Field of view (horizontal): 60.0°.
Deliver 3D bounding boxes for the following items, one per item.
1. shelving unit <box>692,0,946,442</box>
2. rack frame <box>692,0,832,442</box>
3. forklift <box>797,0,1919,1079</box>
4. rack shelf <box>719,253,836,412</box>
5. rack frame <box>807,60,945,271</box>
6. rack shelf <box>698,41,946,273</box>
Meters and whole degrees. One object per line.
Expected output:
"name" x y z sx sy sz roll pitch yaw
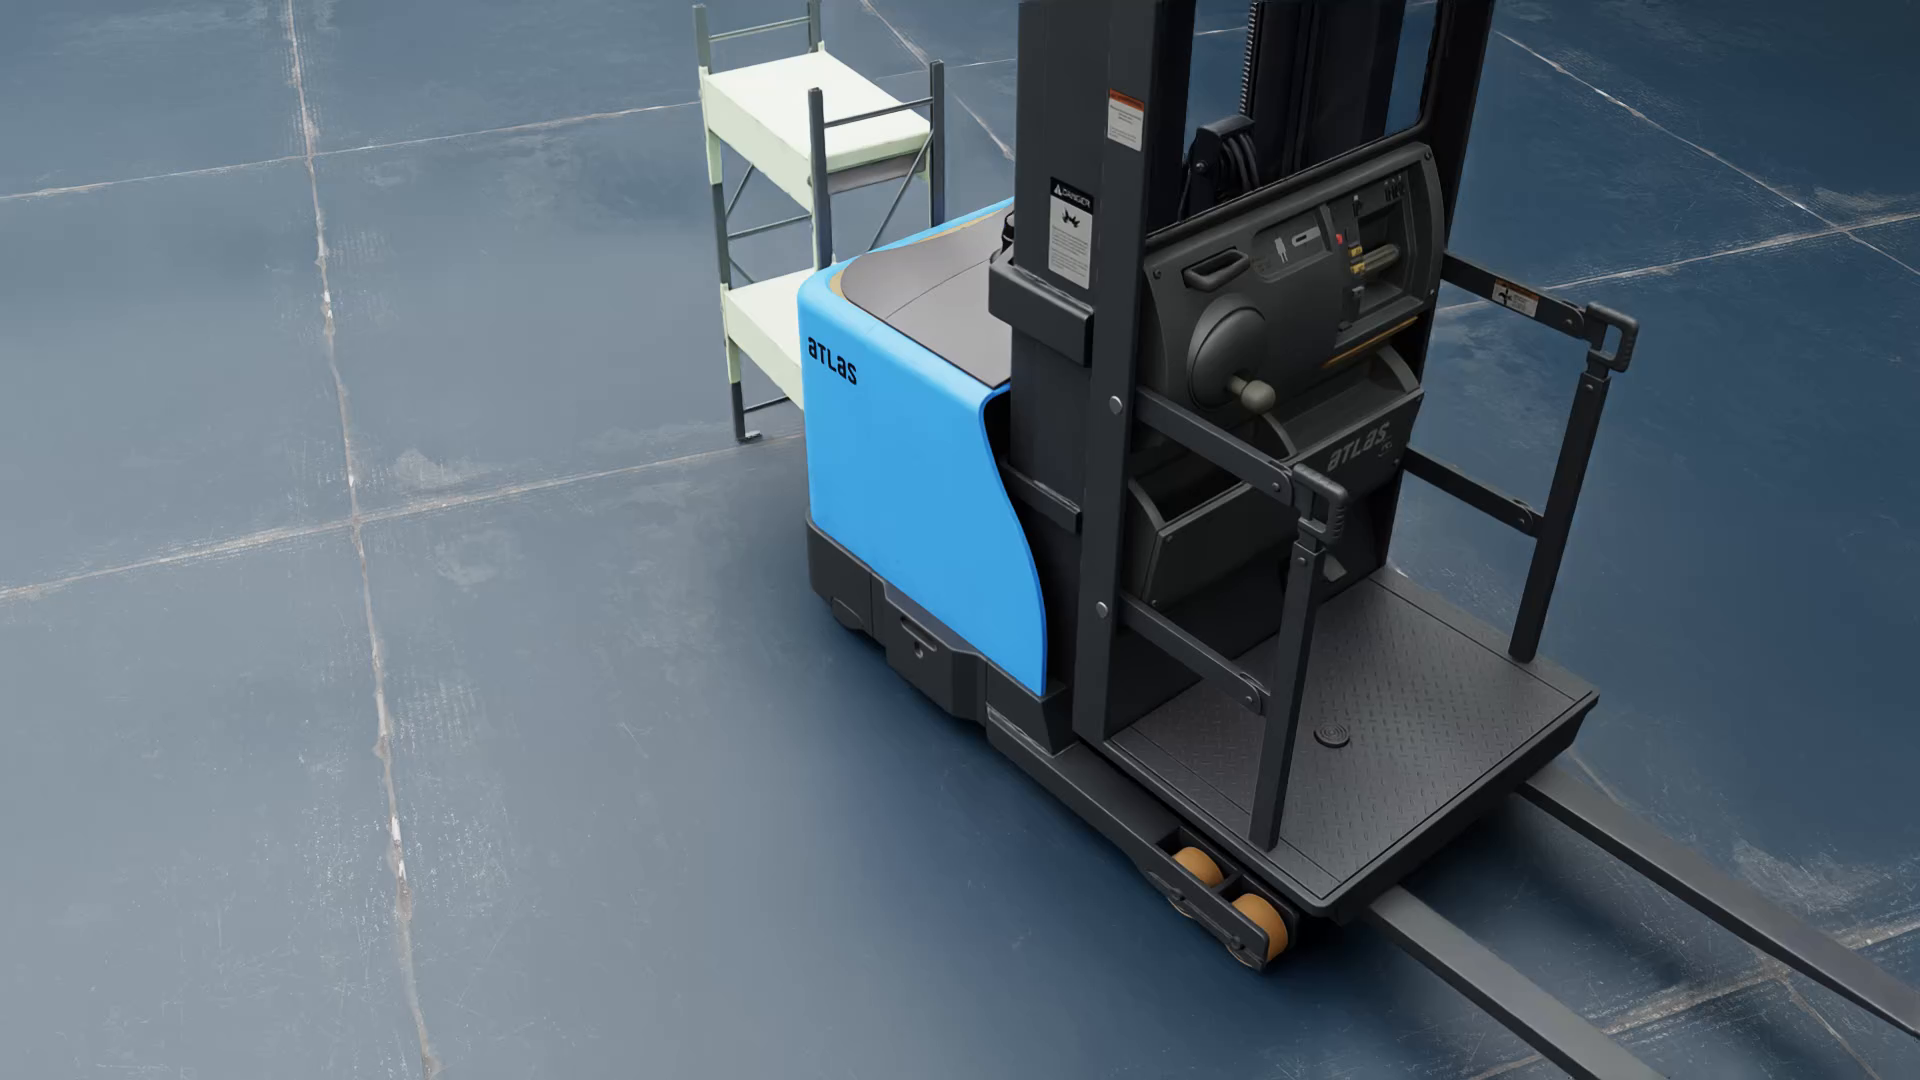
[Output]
"shelving unit" -0.409 -0.814 5.084 0.431 1.500 0.755 -20 41 -24
"rack frame" -0.598 -1.002 5.334 0.400 1.500 0.023 -20 41 -24
"forklift" 0.887 -0.515 3.497 1.130 2.935 3.031 -27 45 -31
"rack shelf" -0.409 -0.554 5.280 0.431 0.370 0.720 -20 41 -24
"rack frame" -0.219 -0.626 4.834 0.400 1.500 0.023 -20 41 -24
"rack shelf" -0.409 -1.126 4.849 0.431 0.370 0.720 -20 41 -24
